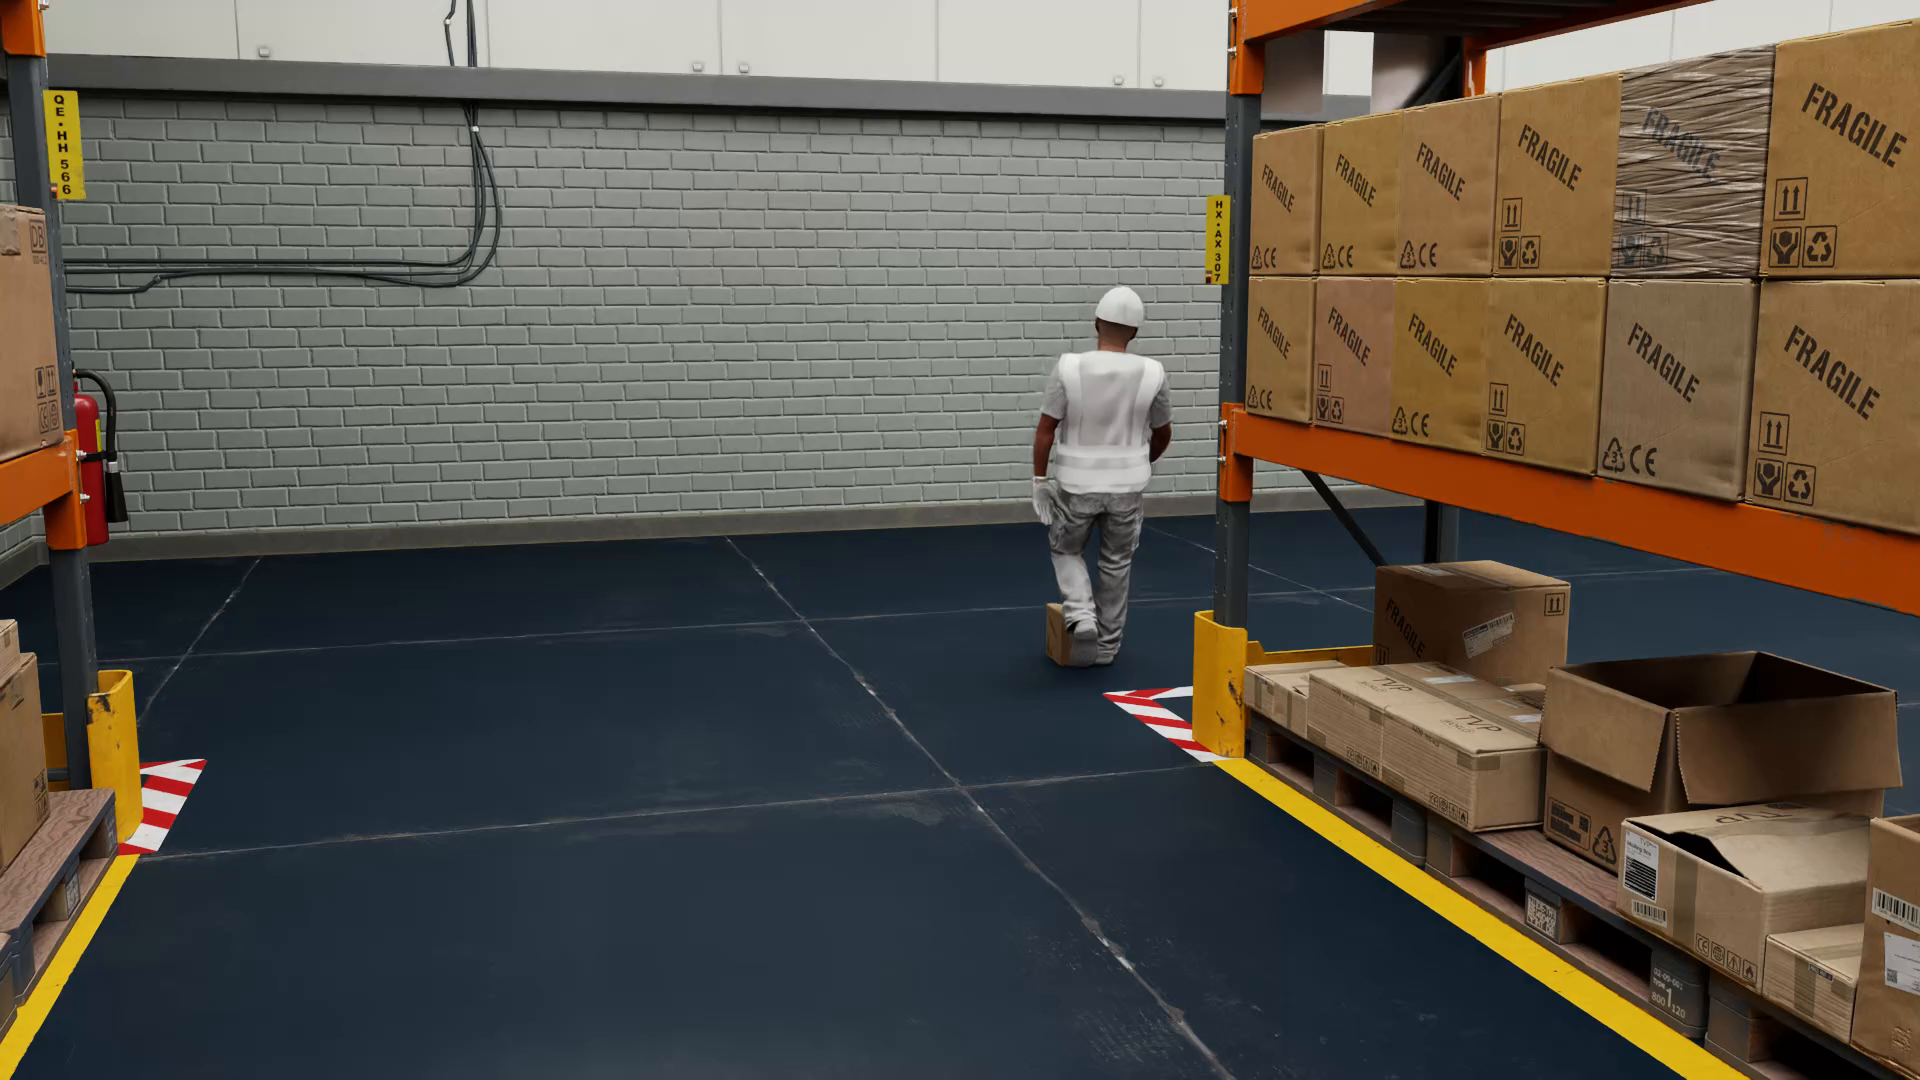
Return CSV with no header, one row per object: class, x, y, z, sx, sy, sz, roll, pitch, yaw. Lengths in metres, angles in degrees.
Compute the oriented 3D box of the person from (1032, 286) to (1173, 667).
person,0.631,-0.266,7.502,0.620,1.742,0.771,0,9,1
